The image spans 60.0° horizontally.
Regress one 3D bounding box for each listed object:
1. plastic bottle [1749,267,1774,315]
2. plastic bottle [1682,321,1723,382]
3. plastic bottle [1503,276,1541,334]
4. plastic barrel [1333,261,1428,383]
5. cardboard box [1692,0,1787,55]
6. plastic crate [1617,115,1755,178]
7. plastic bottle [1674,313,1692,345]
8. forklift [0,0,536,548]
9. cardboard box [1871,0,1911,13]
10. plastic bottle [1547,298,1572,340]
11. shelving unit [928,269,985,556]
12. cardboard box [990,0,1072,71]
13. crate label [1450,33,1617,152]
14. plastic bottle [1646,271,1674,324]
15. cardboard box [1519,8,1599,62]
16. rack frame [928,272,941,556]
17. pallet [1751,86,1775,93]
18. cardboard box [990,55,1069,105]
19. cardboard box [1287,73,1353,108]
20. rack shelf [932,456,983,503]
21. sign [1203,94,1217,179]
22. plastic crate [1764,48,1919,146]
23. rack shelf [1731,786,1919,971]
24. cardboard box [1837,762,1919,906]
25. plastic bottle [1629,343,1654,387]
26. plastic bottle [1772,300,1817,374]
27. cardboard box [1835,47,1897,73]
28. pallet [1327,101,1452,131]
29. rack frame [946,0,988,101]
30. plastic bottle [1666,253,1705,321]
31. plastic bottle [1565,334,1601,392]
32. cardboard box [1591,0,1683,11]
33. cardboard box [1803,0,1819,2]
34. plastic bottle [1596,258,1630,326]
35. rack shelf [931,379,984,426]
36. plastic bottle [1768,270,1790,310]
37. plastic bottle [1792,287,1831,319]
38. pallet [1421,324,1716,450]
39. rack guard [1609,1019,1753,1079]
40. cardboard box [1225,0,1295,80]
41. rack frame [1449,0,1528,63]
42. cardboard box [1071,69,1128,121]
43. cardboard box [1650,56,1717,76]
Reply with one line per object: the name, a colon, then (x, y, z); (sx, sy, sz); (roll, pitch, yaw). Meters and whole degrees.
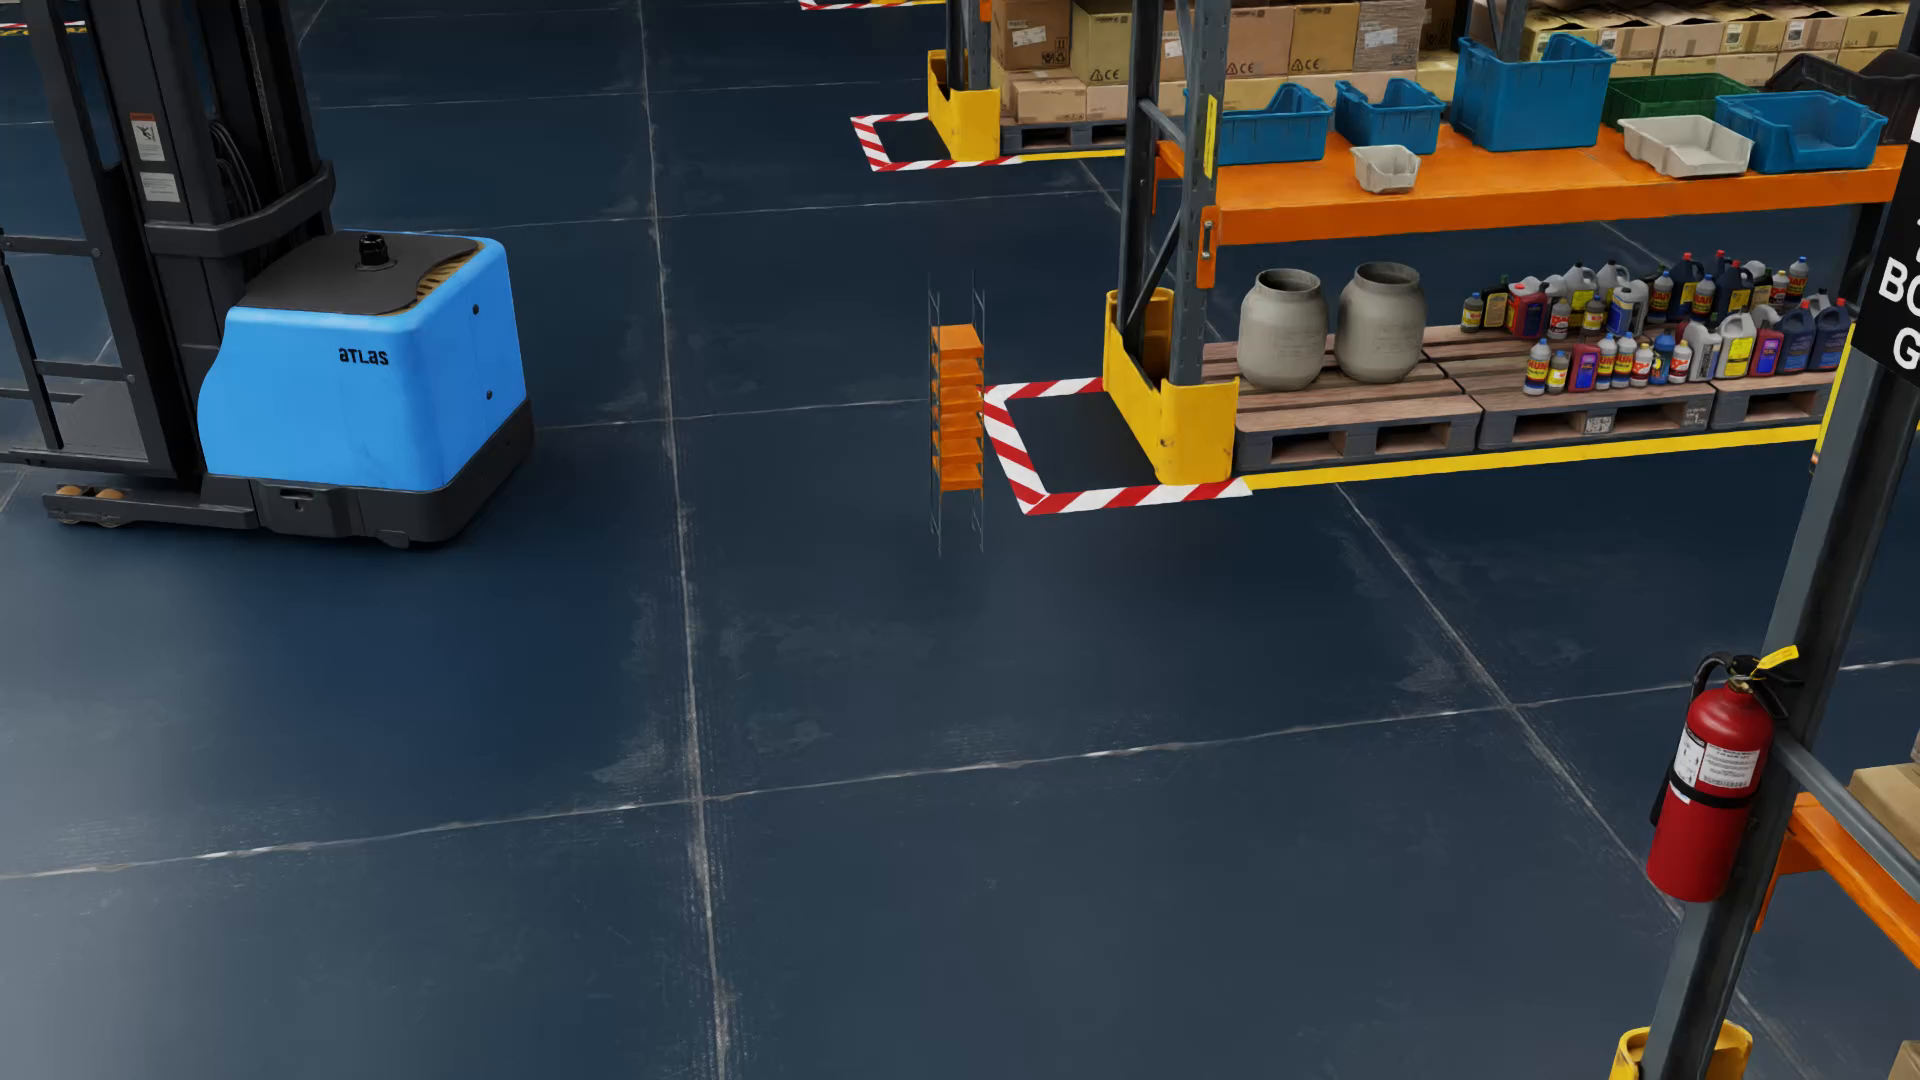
plastic bottle: (4.182, -1.291, 8.732); (0.133, 0.283, 0.061); (-5, 31, -9)
plastic bottle: (3.619, -0.932, 8.129); (0.135, 0.276, 0.152); (-5, 31, -8)
plastic bottle: (2.914, -1.225, 8.627); (0.135, 0.276, 0.152); (-5, 31, -9)
plastic barrel: (2.060, -1.066, 8.144); (0.421, 0.512, 0.421); (0, 30, 0)
cardboard box: (5.943, -3.941, 12.738); (0.500, 0.311, 0.500); (-4, 31, -8)
plastic crate: (3.316, -1.791, 7.596); (0.437, 0.136, 0.530); (-5, 31, -9)
plastic bottle: (3.600, -0.988, 8.217); (0.133, 0.283, 0.061); (-5, 31, -9)
forklift: (-3.578, -1.575, 7.038); (3.031, 2.935, 1.130); (5, 31, 8)
cardboard box: (7.443, -4.081, 12.976); (0.500, 0.311, 0.500); (-5, 31, -8)
plastic bottle: (3.091, -1.145, 8.564); (0.097, 0.201, 0.097); (0, 30, 0)
shelving unit: (-0.014, -0.516, 6.944); (0.189, 1.200, 0.258); (-5, 31, -9)
cardboard box: (0.519, -3.800, 12.312); (0.500, 0.500, 0.500); (-5, 31, -9)
crate label: (2.695, -2.132, 7.881); (0.616, 0.435, 0.502); (-5, 31, -9)
plastic bottle: (3.676, -1.276, 8.719); (0.097, 0.271, 0.097); (0, 30, 0)
cardboard box: (4.431, -3.800, 12.498); (0.500, 0.311, 0.500); (-5, 31, -9)
rack frame: (-0.104, -0.508, 6.929); (0.006, 1.200, 0.240); (-5, 31, -9)
pallet: (5.900, -3.646, 13.243); (1.213, 0.211, 1.003); (-5, 31, -9)
cardboard box: (0.519, -3.476, 12.500); (0.500, 0.250, 0.500); (-5, 31, -9)
cardboard box: (2.580, -3.399, 12.370); (0.500, 0.250, 0.500); (-5, 31, -9)
rack shelf: (-0.014, -0.271, 7.088); (0.180, 0.103, 0.258); (-5, 31, -9)
sign: (1.028, -1.658, 6.838); (0.005, 0.325, 0.100); (-5, 31, -9)
plastic crate: (4.330, -2.168, 8.038); (0.504, 0.338, 0.767); (-5, 31, -9)
rack shelf: (3.793, 0.783, 3.668); (4.000, 0.370, 1.077); (-5, 31, -9)
cardboard box: (2.069, 0.635, 3.458); (0.250, 0.149, 0.380); (-5, 31, -9)
plastic bottle: (3.306, -0.857, 8.074); (0.097, 0.201, 0.097); (0, 30, 0)
plastic bottle: (4.098, -1.006, 8.182); (0.185, 0.351, 0.144); (-7, 31, -11)
cardboard box: (6.934, -3.791, 13.037); (0.500, 0.250, 0.500); (-6, 31, -10)
pallet: (3.190, -3.395, 12.815); (1.213, 0.211, 1.003); (-5, 31, -9)
rack frame: (0.045, -4.283, 11.575); (0.127, 3.000, 1.000); (-5, 31, -9)
plastic bottle: (3.814, -1.342, 8.753); (0.185, 0.351, 0.144); (-7, 31, -11)
plastic bottle: (2.999, -0.854, 7.989); (0.133, 0.283, 0.061); (-5, 31, -8)
cardboard box: (5.328, -4.161, 13.112); (0.500, 0.311, 0.500); (-5, 31, -9)
cardboard box: (6.831, -4.298, 13.345); (0.500, 0.311, 0.500); (-6, 31, -10)
plastic bottle: (3.396, -1.304, 8.687); (0.185, 0.351, 0.144); (-6, 31, -9)
rack shelf: (-0.014, -0.581, 6.905); (0.180, 0.103, 0.258); (-5, 31, -9)
plastic bottle: (4.376, -1.342, 8.900); (0.097, 0.201, 0.097); (0, 30, 0)
plastic bottle: (4.261, -1.096, 8.334); (0.185, 0.351, 0.144); (-5, 31, -9)
pallet: (2.997, -0.823, 8.441); (1.213, 0.211, 1.003); (-5, 31, -9)
rack guard: (1.900, 1.727, 3.821); (0.348, 0.500, 1.175); (-5, 31, -9)
cardboard box: (2.088, -3.676, 12.101); (0.500, 0.500, 0.500); (-5, 31, -9)
rack frame: (3.980, -4.649, 12.197); (0.127, 3.000, 1.000); (-5, 31, -9)
cardboard box: (1.104, -3.265, 12.141); (0.500, 0.250, 0.500); (-5, 31, -9)
cardboard box: (5.433, -3.652, 12.801); (0.500, 0.250, 0.500); (-6, 31, -10)
